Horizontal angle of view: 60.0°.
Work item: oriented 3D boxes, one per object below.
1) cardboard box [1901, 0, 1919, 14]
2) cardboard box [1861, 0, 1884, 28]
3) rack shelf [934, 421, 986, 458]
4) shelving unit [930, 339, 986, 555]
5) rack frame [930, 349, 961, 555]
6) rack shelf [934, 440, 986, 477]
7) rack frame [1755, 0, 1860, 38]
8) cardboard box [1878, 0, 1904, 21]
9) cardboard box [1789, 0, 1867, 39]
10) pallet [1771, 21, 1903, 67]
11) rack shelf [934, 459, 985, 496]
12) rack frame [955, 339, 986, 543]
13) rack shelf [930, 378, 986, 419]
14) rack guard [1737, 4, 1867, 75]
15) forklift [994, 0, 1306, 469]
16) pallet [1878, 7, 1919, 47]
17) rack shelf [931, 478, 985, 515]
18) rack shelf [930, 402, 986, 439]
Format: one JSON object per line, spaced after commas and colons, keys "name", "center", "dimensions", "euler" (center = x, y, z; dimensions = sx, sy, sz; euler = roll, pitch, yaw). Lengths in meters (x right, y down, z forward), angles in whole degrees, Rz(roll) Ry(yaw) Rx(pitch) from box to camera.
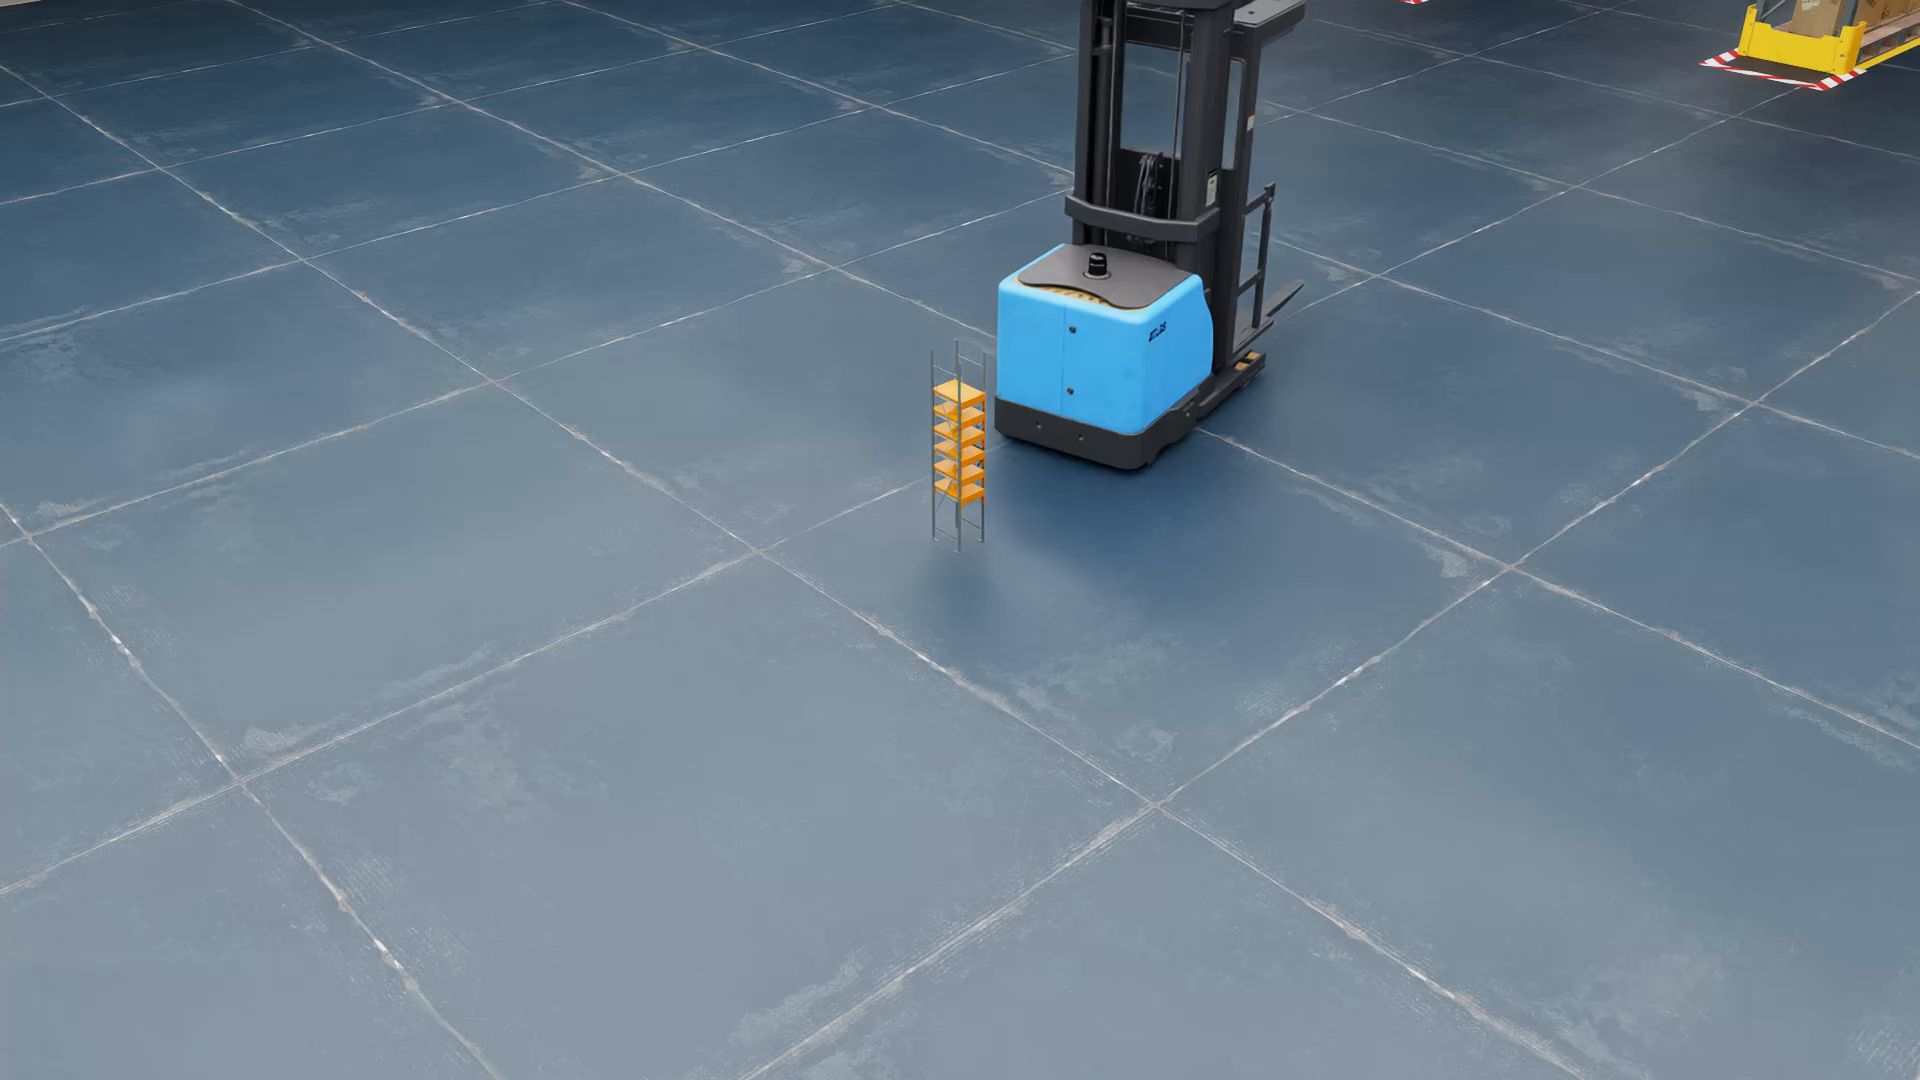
{"name": "cardboard box", "center": [10.823, -6.410, 19.185], "dimensions": [0.500, 0.500, 0.500], "euler": [25, 39, 35]}
{"name": "cardboard box", "center": [9.912, -6.014, 18.538], "dimensions": [0.500, 0.500, 0.500], "euler": [-15, 35, -23]}
{"name": "rack shelf", "center": [-0.011, -0.571, 9.224], "dimensions": [0.180, 0.103, 0.258], "euler": [-26, 40, -35]}
{"name": "shelving unit", "center": [-0.011, -0.507, 9.263], "dimensions": [0.189, 1.200, 0.258], "euler": [-26, 40, -35]}
{"name": "rack frame", "center": [-0.078, -0.474, 9.210], "dimensions": [0.006, 1.200, 0.240], "euler": [-26, 40, -35]}
{"name": "rack shelf", "center": [-0.011, -0.469, 9.286], "dimensions": [0.180, 0.103, 0.258], "euler": [-26, 40, -35]}
{"name": "rack frame", "center": [9.028, -6.461, 17.276], "dimensions": [0.127, 3.000, 1.000], "euler": [-26, 40, -35]}
{"name": "cardboard box", "center": [10.384, -6.229, 18.890], "dimensions": [0.500, 0.500, 0.500], "euler": [-22, 38, -31]}
{"name": "cardboard box", "center": [9.497, -5.789, 18.170], "dimensions": [0.500, 0.500, 0.500], "euler": [-18, 36, -27]}
{"name": "pallet", "center": [9.703, -5.573, 18.497], "dimensions": [1.213, 0.211, 1.003], "euler": [-26, 40, -35]}
{"name": "rack shelf", "center": [-0.011, -0.366, 9.349], "dimensions": [0.180, 0.103, 0.258], "euler": [-26, 40, -35]}
{"name": "rack frame", "center": [0.056, -0.539, 9.316], "dimensions": [0.006, 1.200, 0.240], "euler": [-26, 40, -35]}
{"name": "rack shelf", "center": [-0.011, -0.776, 9.098], "dimensions": [0.180, 0.103, 0.258], "euler": [-26, 40, -35]}
{"name": "rack guard", "center": [9.083, -5.422, 17.972], "dimensions": [0.348, 0.500, 1.175], "euler": [-26, 40, -35]}
{"name": "forklift", "center": [1.443, -2.408, 10.713], "dimensions": [1.130, 2.935, 3.031], "euler": [19, 36, 28]}
{"name": "pallet", "center": [10.597, -6.004, 19.201], "dimensions": [1.213, 0.211, 1.003], "euler": [-26, 40, -35]}
{"name": "rack shelf", "center": [-0.011, -0.264, 9.411], "dimensions": [0.180, 0.103, 0.258], "euler": [-26, 40, -35]}
{"name": "rack shelf", "center": [-0.011, -0.674, 9.161], "dimensions": [0.180, 0.103, 0.258], "euler": [-26, 40, -35]}
